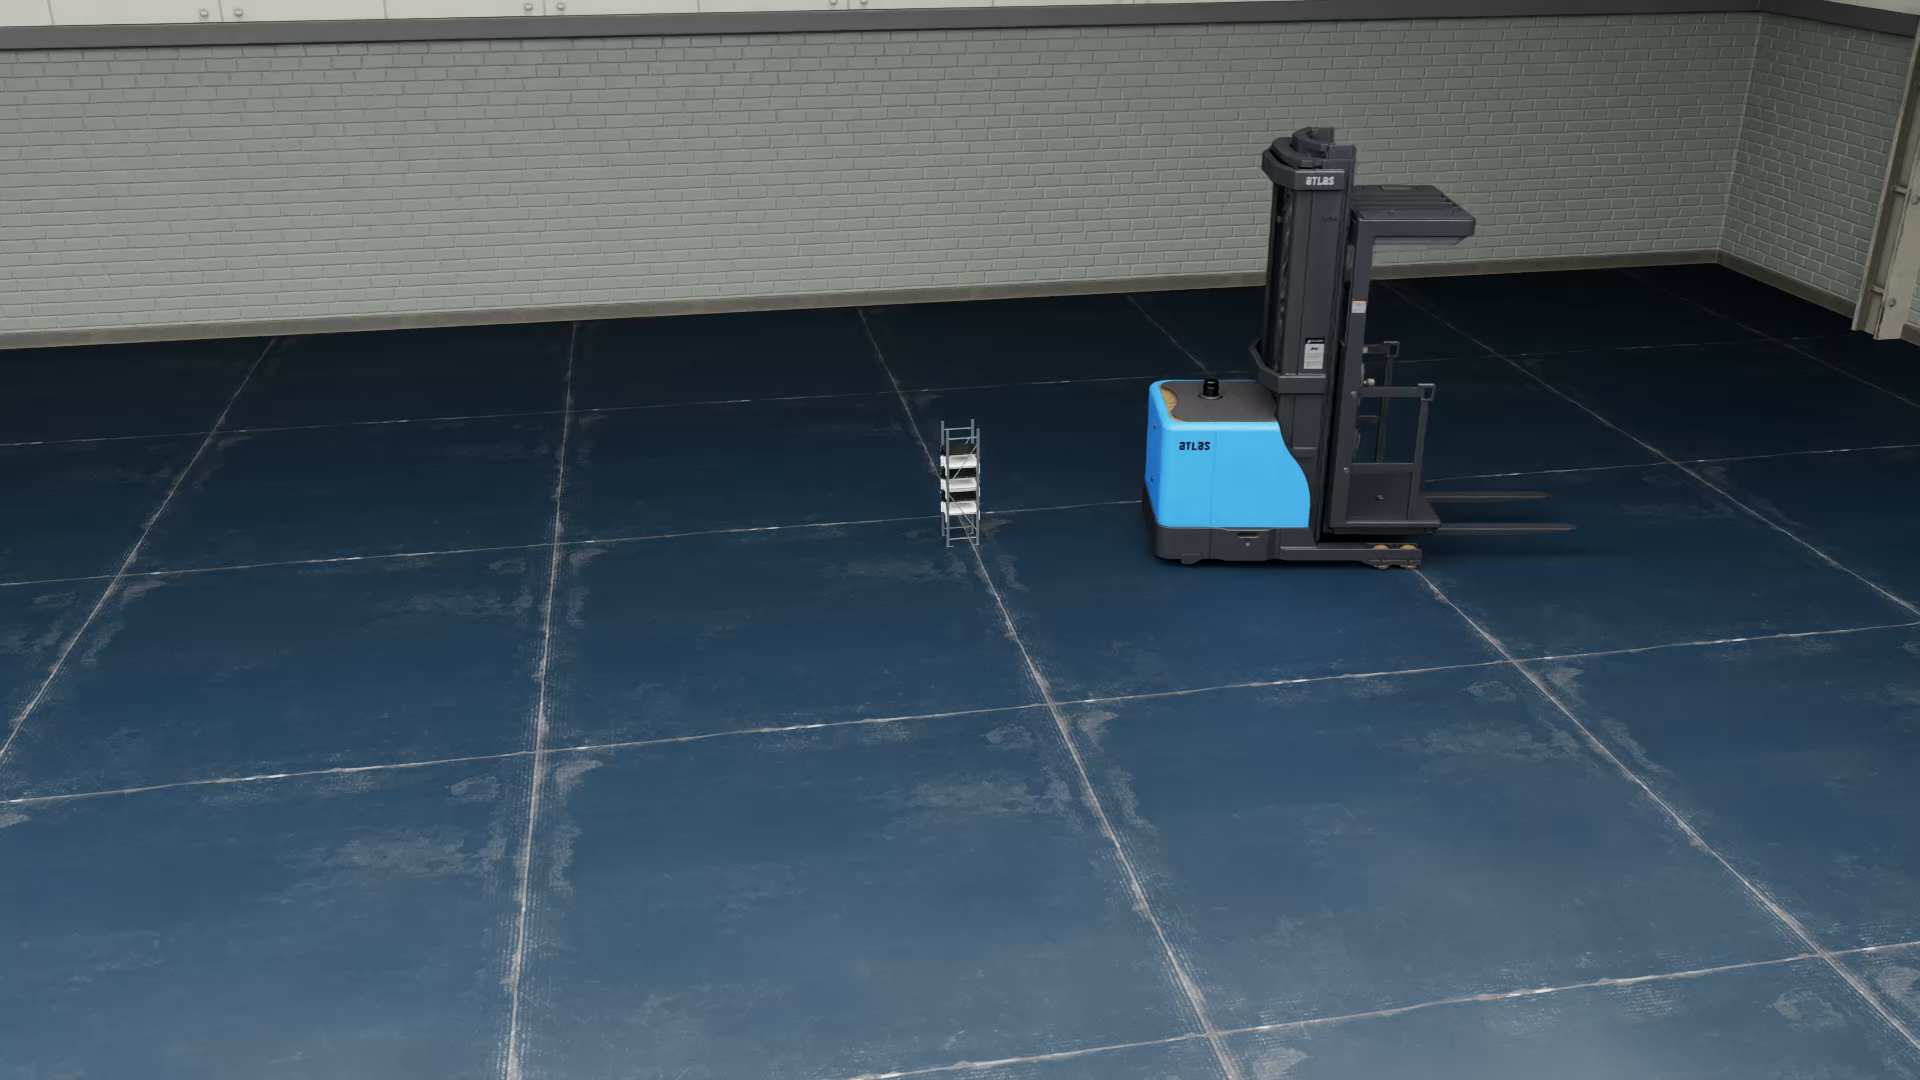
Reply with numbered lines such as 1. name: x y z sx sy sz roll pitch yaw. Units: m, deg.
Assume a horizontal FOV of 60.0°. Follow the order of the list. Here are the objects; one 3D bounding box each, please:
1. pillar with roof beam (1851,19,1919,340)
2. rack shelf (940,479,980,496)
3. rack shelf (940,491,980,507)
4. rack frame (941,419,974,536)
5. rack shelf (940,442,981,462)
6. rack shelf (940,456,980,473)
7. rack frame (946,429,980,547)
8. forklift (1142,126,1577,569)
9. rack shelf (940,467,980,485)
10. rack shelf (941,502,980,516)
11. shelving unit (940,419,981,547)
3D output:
1. pillar with roof beam: 5.206 -5.932 14.588 9.100 9.000 0.400 -4 24 -10
2. rack shelf: 0.001 -0.379 12.076 0.258 0.077 0.200 -4 24 -10
3. rack shelf: 0.001 -0.296 12.112 0.258 0.077 0.200 -4 24 -10
4. rack frame: -0.017 -0.449 12.154 0.240 0.900 0.006 -4 24 -10
5. rack shelf: 0.001 -0.626 11.968 0.258 0.077 0.200 -4 24 -10
6. rack shelf: 0.001 -0.544 12.004 0.258 0.077 0.200 -4 24 -10
7. rack frame: 0.020 -0.369 11.971 0.240 0.900 0.006 -4 24 -10
8. forklift: 2.897 -1.353 11.686 3.031 2.935 1.130 0 24 0
9. rack shelf: 0.001 -0.461 12.040 0.258 0.077 0.200 -4 24 -10
10. rack shelf: 0.001 -0.214 12.148 0.258 0.077 0.200 -4 24 -10
11. shelving unit: 0.001 -0.409 12.063 0.258 0.900 0.210 -4 24 -10
